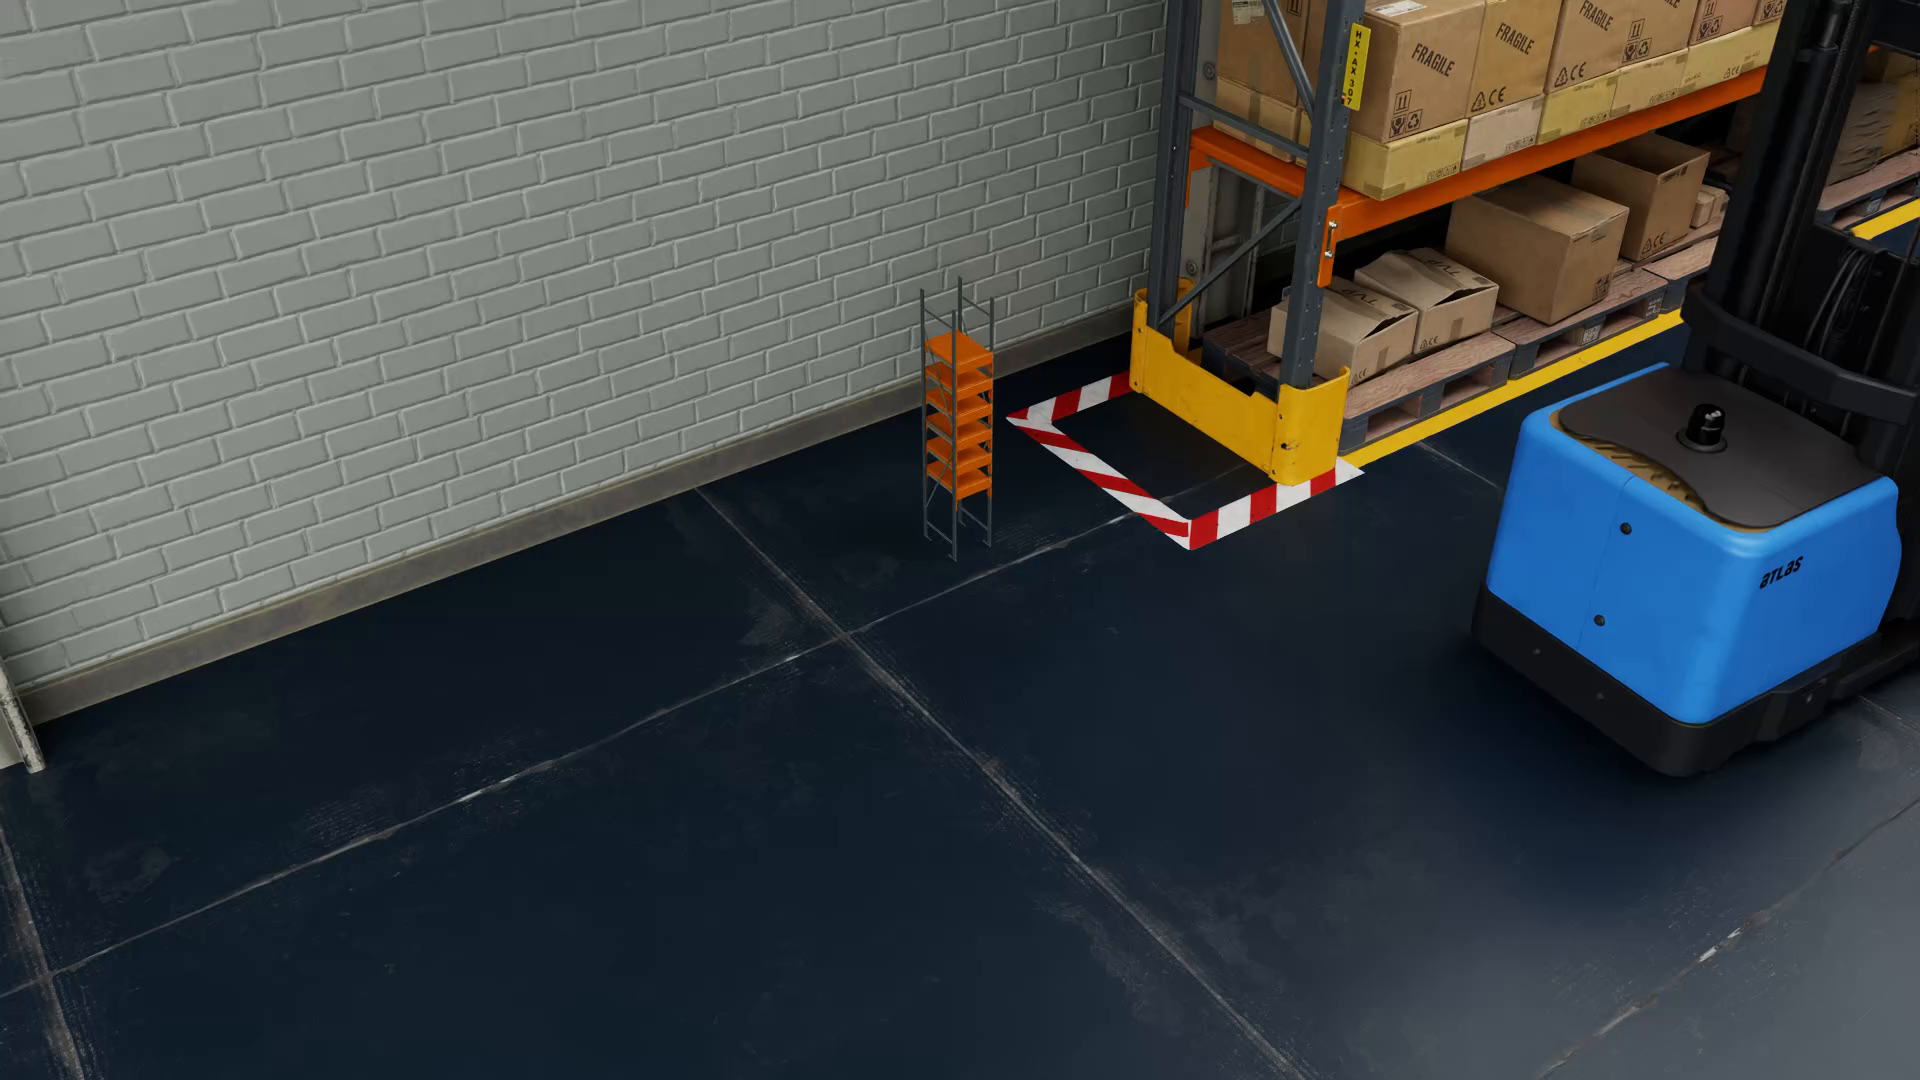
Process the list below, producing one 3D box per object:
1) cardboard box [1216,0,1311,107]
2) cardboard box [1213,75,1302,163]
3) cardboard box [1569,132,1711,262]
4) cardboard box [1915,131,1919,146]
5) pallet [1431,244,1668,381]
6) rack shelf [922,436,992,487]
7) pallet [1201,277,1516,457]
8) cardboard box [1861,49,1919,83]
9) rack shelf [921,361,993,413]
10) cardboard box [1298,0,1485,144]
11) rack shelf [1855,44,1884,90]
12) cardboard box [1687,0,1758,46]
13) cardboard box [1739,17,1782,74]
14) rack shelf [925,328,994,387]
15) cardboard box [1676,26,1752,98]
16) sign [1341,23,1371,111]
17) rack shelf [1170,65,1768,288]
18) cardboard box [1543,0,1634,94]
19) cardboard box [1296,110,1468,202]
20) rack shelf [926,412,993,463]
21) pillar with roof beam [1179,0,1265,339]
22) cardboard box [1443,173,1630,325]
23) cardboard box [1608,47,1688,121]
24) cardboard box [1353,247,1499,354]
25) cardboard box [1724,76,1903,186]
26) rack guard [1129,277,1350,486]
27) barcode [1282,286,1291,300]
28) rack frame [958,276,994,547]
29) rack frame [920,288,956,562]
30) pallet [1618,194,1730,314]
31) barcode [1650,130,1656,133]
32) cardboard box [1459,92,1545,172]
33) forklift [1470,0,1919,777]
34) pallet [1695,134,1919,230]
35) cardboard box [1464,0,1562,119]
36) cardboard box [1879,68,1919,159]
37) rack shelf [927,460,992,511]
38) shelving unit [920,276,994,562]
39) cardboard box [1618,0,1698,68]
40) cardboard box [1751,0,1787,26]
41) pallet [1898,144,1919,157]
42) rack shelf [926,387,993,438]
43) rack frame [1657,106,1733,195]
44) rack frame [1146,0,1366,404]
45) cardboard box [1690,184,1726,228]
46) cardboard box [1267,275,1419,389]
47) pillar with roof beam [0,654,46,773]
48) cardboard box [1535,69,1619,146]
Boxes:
[{"bbox_3d":[1.498,-2.272,7.309,0.500,0.500,0.500,-23,42,-28],"label":"cardboard box"},{"bbox_3d":[1.505,-1.957,7.513,0.500,0.250,0.500,-22,41,-27],"label":"cardboard box"},{"bbox_3d":[3.679,-1.901,9.088,0.500,0.500,0.500,-26,43,-31],"label":"cardboard box"},{"bbox_3d":[5.930,-2.875,10.442,0.500,0.500,0.700,-22,41,-27],"label":"cardboard box"},{"bbox_3d":[2.978,-1.318,8.902,1.213,0.211,1.003,-22,41,-28],"label":"pallet"},{"bbox_3d":[-0.012,-0.349,6.989,0.180,0.103,0.258,-22,41,-28],"label":"rack shelf"},{"bbox_3d":[1.981,-0.910,8.334,1.213,0.211,1.003,-22,41,-28],"label":"pallet"},{"bbox_3d":[5.455,-2.979,9.945,0.500,0.250,0.500,-23,42,-29],"label":"cardboard box"},{"bbox_3d":[-0.012,-0.641,6.779,0.180,0.103,0.258,-22,41,-28],"label":"rack shelf"},{"bbox_3d":[1.798,-2.029,6.971,0.500,0.500,0.500,-22,41,-28],"label":"cardboard box"},{"bbox_3d":[6.139,-3.486,10.144,4.000,0.370,1.077,-22,41,-28],"label":"rack shelf"},{"bbox_3d":[3.474,-2.716,7.926,0.500,0.500,0.500,-24,42,-29],"label":"cardboard box"},{"bbox_3d":[3.880,-2.585,8.387,0.500,0.250,0.500,-22,41,-28],"label":"cardboard box"},{"bbox_3d":[-0.012,-0.738,6.709,0.180,0.103,0.258,-22,41,-28],"label":"rack shelf"},{"bbox_3d":[3.478,-2.409,8.141,0.500,0.250,0.500,-23,41,-28],"label":"cardboard box"},{"bbox_3d":[1.548,-1.853,6.516,0.005,0.325,0.100,-22,41,-28],"label":"sign"},{"bbox_3d":[2.870,-2.141,8.274,4.000,0.370,1.077,-22,41,-28],"label":"rack shelf"},{"bbox_3d":[2.634,-2.361,7.433,0.500,0.500,0.500,-24,42,-29],"label":"cardboard box"},{"bbox_3d":[1.817,-1.720,7.184,0.500,0.250,0.500,-24,42,-29],"label":"cardboard box"},{"bbox_3d":[-0.012,-0.446,6.919,0.180,0.103,0.258,-22,41,-28],"label":"rack shelf"},{"bbox_3d":[3.789,-2.789,3.421,0.400,9.000,9.100,-22,41,-28],"label":"pillar with roof beam"},{"bbox_3d":[2.947,-1.528,8.570,0.500,0.500,0.700,-25,43,-31],"label":"cardboard box"},{"bbox_3d":[3.067,-2.239,7.905,0.500,0.250,0.500,-22,41,-27],"label":"cardboard box"},{"bbox_3d":[2.318,-1.229,8.315,0.500,0.311,0.500,-19,40,-24],"label":"cardboard box"},{"bbox_3d":[5.097,-2.525,9.956,0.500,0.500,0.700,-21,41,-26],"label":"cardboard box"},{"bbox_3d":[1.297,-0.771,7.894,0.348,0.500,1.175,-22,41,-28],"label":"rack guard"},{"bbox_3d":[1.637,-1.238,8.320,0.075,0.075,0.001,-22,41,-28],"label":"barcode"},{"bbox_3d":[0.063,-0.513,6.936,0.006,1.200,0.240,-22,41,-28],"label":"rack frame"},{"bbox_3d":[-0.087,-0.451,6.850,0.006,1.200,0.240,-22,41,-28],"label":"rack frame"},{"bbox_3d":[3.976,-1.731,9.476,1.213,0.211,1.003,-22,41,-28],"label":"pallet"},{"bbox_3d":[3.925,-2.332,9.414,0.075,0.075,0.001,-22,41,-28],"label":"barcode"},{"bbox_3d":[2.233,-1.901,7.436,0.500,0.250,0.500,-24,42,-29],"label":"cardboard box"},{"bbox_3d":[3.554,-0.985,6.110,3.031,2.935,1.130,-20,40,-25],"label":"forklift"},{"bbox_3d":[5.140,-2.236,10.178,1.213,0.211,1.003,-22,41,-28],"label":"pallet"},{"bbox_3d":[2.208,-2.190,7.196,0.500,0.500,0.500,-22,41,-28],"label":"cardboard box"},{"bbox_3d":[5.490,-2.723,10.231,0.500,0.500,0.700,-23,42,-29],"label":"cardboard box"},{"bbox_3d":[-0.012,-0.251,7.059,0.180,0.103,0.258,-22,41,-28],"label":"rack shelf"},{"bbox_3d":[-0.012,-0.482,6.893,0.189,1.200,0.258,-22,41,-28],"label":"shelving unit"},{"bbox_3d":[3.049,-2.540,7.682,0.500,0.500,0.500,-21,41,-27],"label":"cardboard box"},{"bbox_3d":[3.892,-2.880,8.154,0.500,0.500,0.500,-23,41,-28],"label":"cardboard box"},{"bbox_3d":[6.138,-2.649,10.752,1.213,0.211,1.003,-22,41,-28],"label":"pallet"},{"bbox_3d":[-0.012,-0.544,6.849,0.180,0.103,0.258,-22,41,-28],"label":"rack shelf"},{"bbox_3d":[4.504,-3.106,8.999,0.127,3.000,1.000,-22,41,-28],"label":"rack frame"},{"bbox_3d":[1.235,-1.760,7.128,0.127,3.000,1.000,-22,41,-28],"label":"rack frame"},{"bbox_3d":[4.084,-1.940,9.428,0.250,0.166,0.380,-28,44,-33],"label":"cardboard box"},{"bbox_3d":[1.852,-1.037,8.049,0.500,0.311,0.500,-28,44,-33],"label":"cardboard box"},{"bbox_3d":[-1.116,-0.771,0.615,0.400,9.000,9.100,-22,41,-28],"label":"pillar with roof beam"},{"bbox_3d":[2.653,-2.070,7.670,0.500,0.250,0.500,-23,42,-29],"label":"cardboard box"}]
